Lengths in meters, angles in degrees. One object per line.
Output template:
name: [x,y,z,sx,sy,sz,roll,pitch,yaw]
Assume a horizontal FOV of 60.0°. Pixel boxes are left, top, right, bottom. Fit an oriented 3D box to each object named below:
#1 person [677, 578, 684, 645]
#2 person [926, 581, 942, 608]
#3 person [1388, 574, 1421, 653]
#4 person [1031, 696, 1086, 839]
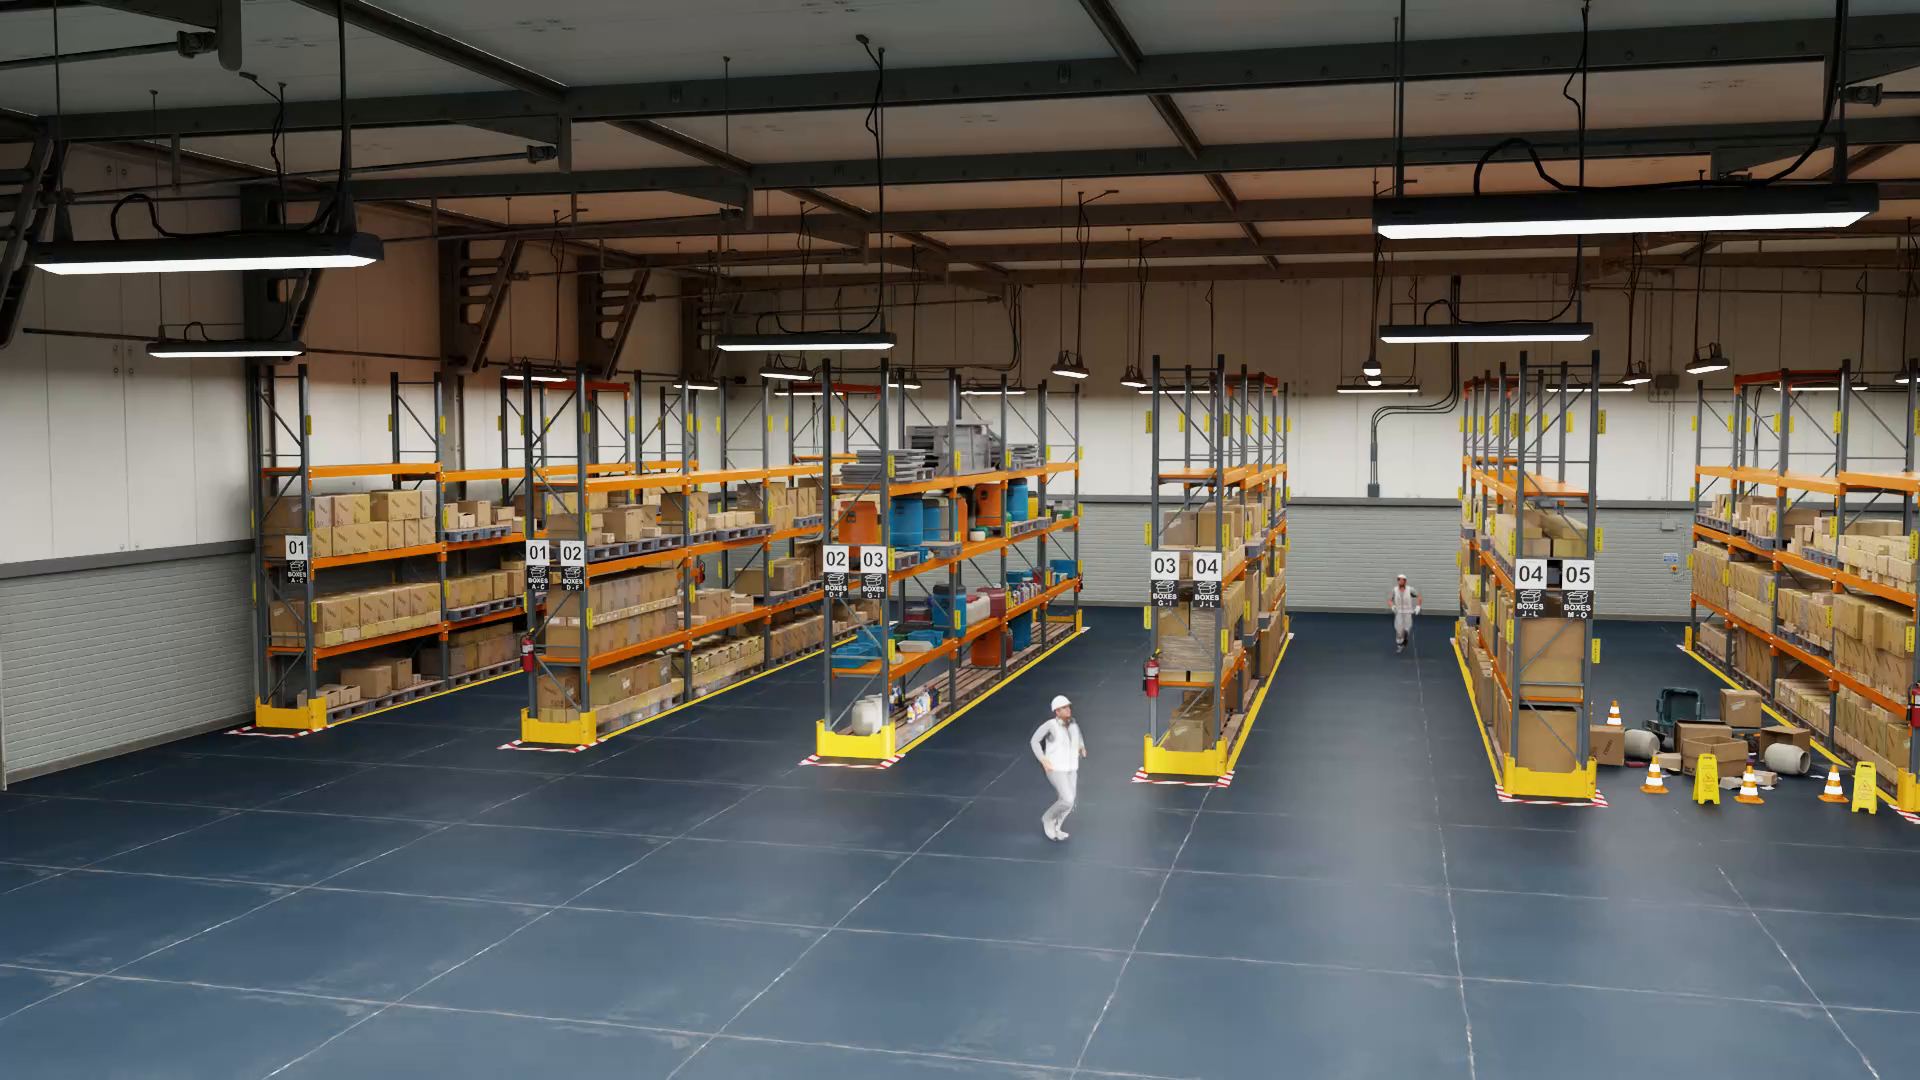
person: [-5.963,1.653,35.946,0.586,1.685,0.891,1,4,10]
person: [-0.481,1.672,35.032,0.571,1.579,0.573,1,4,12]
person: [9.723,1.624,36.448,0.698,1.740,0.652,1,4,21]
person: [1.247,2.741,19.975,0.708,1.740,0.557,-3,5,-39]
